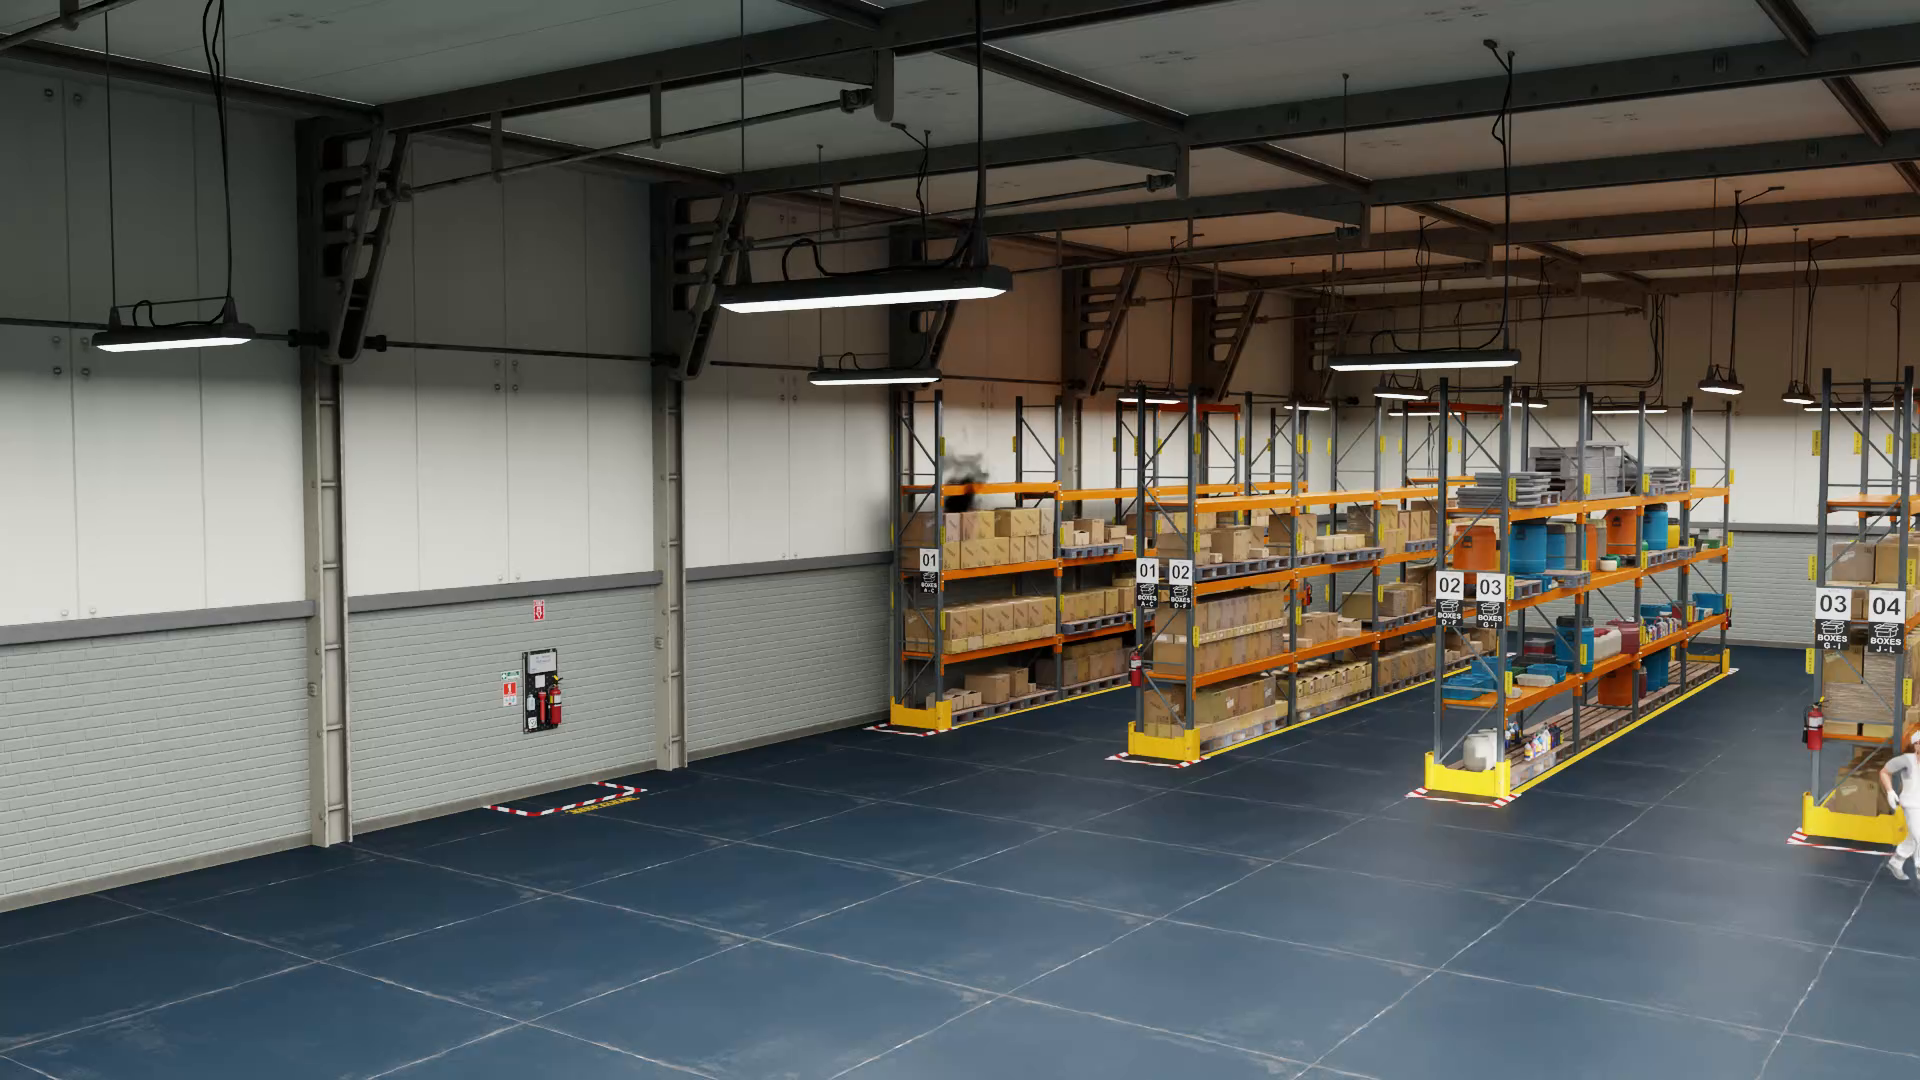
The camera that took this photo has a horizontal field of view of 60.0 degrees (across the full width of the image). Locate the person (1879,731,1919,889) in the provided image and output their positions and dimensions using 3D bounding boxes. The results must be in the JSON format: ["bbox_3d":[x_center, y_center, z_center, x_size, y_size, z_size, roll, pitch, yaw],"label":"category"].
[{"bbox_3d":[10.802,3.050,18.753,0.643,1.828,0.855,-1,3,-13],"label":"person"}]
